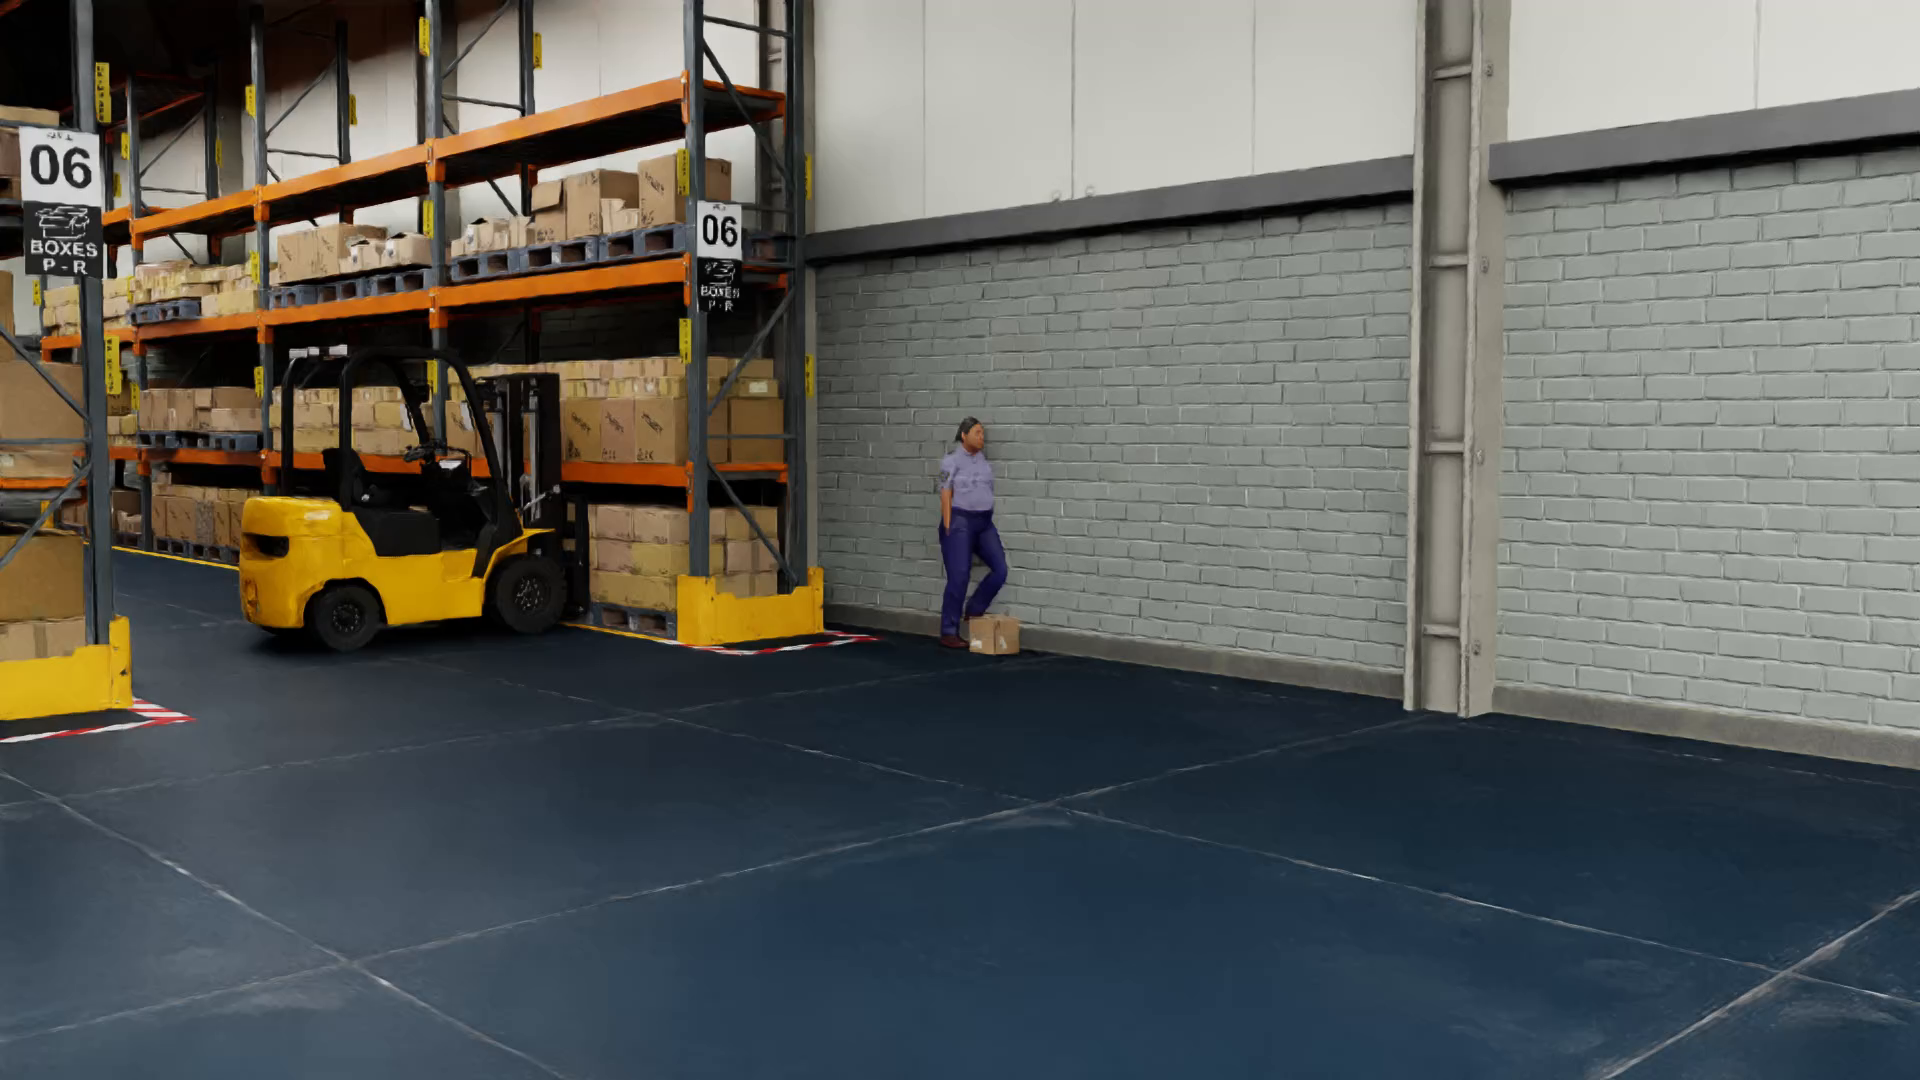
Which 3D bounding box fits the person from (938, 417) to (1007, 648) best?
[{"bbox_3d":[0.104,-0.065,12.047,0.495,1.652,0.452,-4,5,-42],"label":"person"}]
